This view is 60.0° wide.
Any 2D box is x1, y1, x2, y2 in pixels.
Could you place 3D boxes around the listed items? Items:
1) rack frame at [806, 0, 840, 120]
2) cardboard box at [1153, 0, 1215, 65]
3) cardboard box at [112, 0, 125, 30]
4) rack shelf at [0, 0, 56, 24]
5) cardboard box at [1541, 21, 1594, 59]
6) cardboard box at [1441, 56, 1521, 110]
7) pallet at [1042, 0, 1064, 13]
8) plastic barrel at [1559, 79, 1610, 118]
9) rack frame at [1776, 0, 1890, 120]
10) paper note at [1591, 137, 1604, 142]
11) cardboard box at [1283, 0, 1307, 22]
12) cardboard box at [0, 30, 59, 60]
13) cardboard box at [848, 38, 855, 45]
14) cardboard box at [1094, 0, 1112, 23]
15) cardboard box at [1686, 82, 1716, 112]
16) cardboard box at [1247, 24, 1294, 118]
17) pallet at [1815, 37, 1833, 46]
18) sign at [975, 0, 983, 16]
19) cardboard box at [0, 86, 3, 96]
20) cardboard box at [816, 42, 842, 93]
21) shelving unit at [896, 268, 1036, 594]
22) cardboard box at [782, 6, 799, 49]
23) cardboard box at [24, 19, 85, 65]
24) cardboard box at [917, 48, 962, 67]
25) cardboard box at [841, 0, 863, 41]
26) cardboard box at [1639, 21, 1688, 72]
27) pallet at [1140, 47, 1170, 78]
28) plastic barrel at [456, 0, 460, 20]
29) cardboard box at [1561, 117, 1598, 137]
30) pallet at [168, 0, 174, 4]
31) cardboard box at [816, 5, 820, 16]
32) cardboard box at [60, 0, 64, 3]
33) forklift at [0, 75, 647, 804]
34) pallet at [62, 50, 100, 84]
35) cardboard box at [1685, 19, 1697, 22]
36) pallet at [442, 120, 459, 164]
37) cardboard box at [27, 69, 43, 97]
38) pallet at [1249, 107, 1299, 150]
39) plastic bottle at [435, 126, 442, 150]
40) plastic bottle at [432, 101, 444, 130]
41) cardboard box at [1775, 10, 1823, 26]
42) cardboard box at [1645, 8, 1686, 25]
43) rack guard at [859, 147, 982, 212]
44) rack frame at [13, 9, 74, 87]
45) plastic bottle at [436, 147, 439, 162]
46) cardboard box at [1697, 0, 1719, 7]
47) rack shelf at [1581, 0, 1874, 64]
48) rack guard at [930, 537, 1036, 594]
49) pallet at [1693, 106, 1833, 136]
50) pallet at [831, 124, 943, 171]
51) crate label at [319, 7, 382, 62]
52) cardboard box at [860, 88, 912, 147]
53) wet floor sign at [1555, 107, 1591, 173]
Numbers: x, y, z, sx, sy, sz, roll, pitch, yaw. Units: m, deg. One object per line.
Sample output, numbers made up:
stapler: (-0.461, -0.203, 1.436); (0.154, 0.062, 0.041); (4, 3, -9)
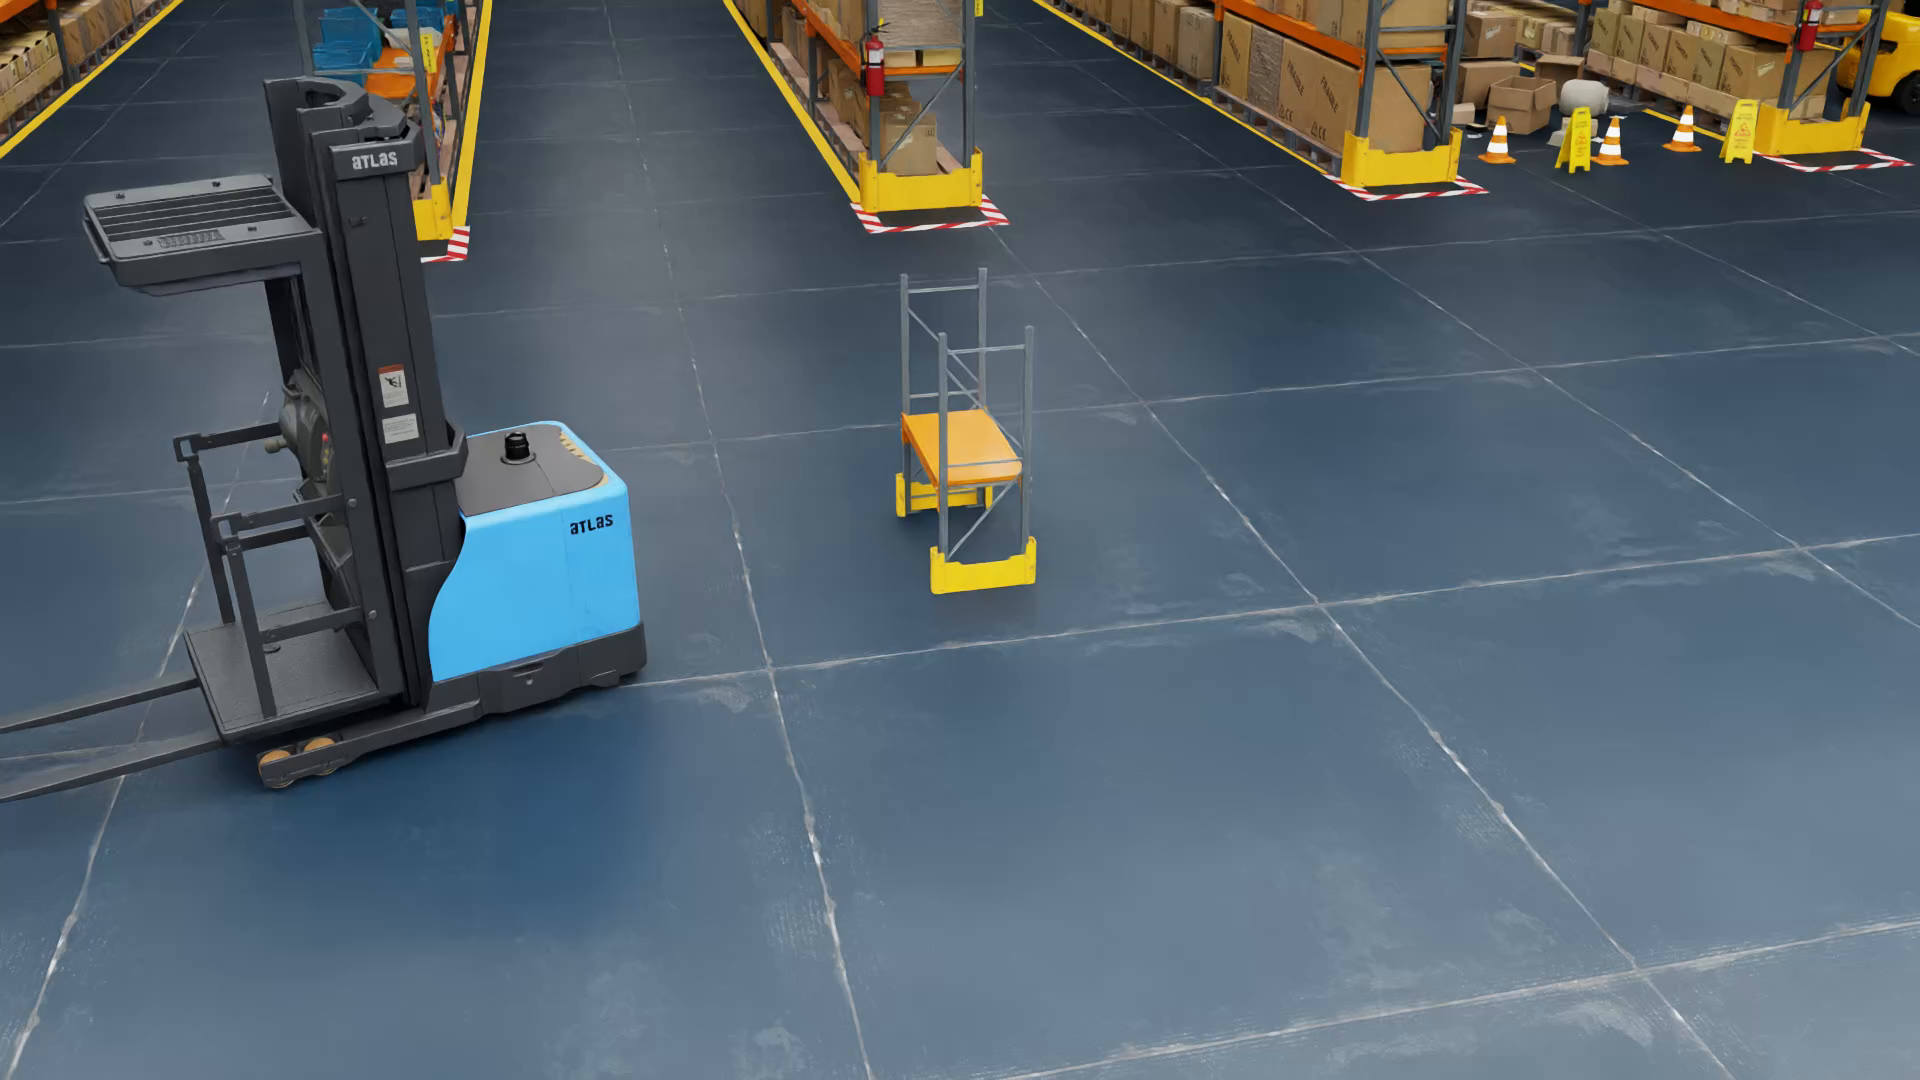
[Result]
rack frame: (-1.265, -6.340, 18.983); (1.000, 3.000, 0.127); (-6, 27, -12)
cardboard box: (3.149, -6.670, 21.667); (1.050, 0.750, 0.750); (-6, 27, -12)
cardboard box: (-12.226, -7.523, 23.612); (0.500, 0.500, 0.500); (-6, 27, -11)
rack shelf: (-11.368, -5.893, 18.895); (1.077, 0.370, 4.000); (-6, 27, -12)
cardboard box: (8.270, -6.591, 21.930); (0.950, 0.372, 0.625); (-6, 27, -11)
cardboard box: (6.211, -5.461, 19.860); (0.797, 0.637, 0.503); (-6, 27, -12)
pallet: (1.964, -8.725, 26.802); (1.003, 0.211, 1.213); (-6, 27, -12)
plastic barrel: (7.351, -5.194, 19.570); (0.512, 0.421, 0.421); (13, 30, 24)
rack frame: (9.292, -5.591, 17.498); (1.000, 3.000, 0.127); (-6, 27, -12)
paper note: (7.139, -4.478, 18.588); (0.148, 0.019, 0.142); (-16, 31, -29)
cardboard box: (4.055, -5.995, 18.133); (0.875, 0.550, 0.500); (-6, 27, -12)
cardboard box: (-11.461, -6.098, 20.465); (0.500, 0.311, 0.500); (-5, 27, -10)
cardboard box: (-0.926, -5.124, 16.851); (0.380, 0.149, 0.250); (-6, 27, -12)
cardboard box: (2.286, -7.890, 24.360); (0.500, 0.500, 0.500); (-6, 27, -12)
cardboard box: (8.738, -5.106, 19.124); (0.500, 0.250, 0.500); (-6, 27, -11)
cardboard box: (3.871, -5.360, 18.933); (0.875, 0.875, 0.875); (-6, 27, -11)
pallet: (12.743, -7.464, 24.303); (1.003, 0.211, 1.213); (-6, 27, -12)
sign: (0.165, -5.026, 15.418); (0.100, 0.325, 0.005); (-6, 27, -12)
cardboard box: (-10.875, -4.973, 18.238); (0.500, 0.311, 0.500); (-6, 27, -12)
cardboard box: (-1.382, -5.693, 19.985); (0.700, 0.500, 0.500); (-8, 28, -16)
shelving unit: (0.017, -0.636, 9.346); (0.587, 1.500, 1.083); (-6, 27, -12)
cardboard box: (-1.996, -6.885, 22.347); (0.700, 0.500, 0.500); (-7, 28, -14)
cardboard box: (-11.643, -6.401, 21.390); (0.500, 0.500, 0.500); (-5, 27, -9)
cardboard box: (-0.195, -4.622, 15.856); (0.380, 0.149, 0.250); (-6, 27, -12)
cardboard box: (-0.690, -5.213, 16.309); (0.875, 0.500, 0.500); (-6, 27, -12)
cardboard box: (8.508, -5.893, 19.851); (0.500, 0.500, 0.500); (-5, 27, -9)
pallet: (3.065, -6.423, 22.240); (1.003, 0.211, 1.213); (-6, 27, -12)
plastic barrel: (-7.628, -8.049, 24.230); (0.600, 0.901, 0.708); (-6, 27, -12)
cardboard box: (7.029, -4.688, 18.873); (0.380, 0.149, 0.250); (8, 28, 15)
pallet: (-13.424, -8.976, 27.299); (1.003, 0.211, 1.213); (-6, 27, -12)
cardboard box: (-1.382, -5.885, 18.360); (0.380, 0.149, 0.250); (-6, 27, -12)
cardboard box: (-12.612, -7.238, 23.048); (0.500, 0.500, 0.500); (-6, 27, -11)
forklift: (-3.102, -0.458, 7.405); (3.031, 2.935, 1.130); (-15, 31, -28)
pallet: (-11.950, -6.179, 21.758); (1.003, 0.211, 1.213); (-6, 27, -12)
cardboard box: (9.018, -5.962, 19.986); (0.500, 0.500, 0.500); (-5, 27, -9)
pallet: (-5.980, -4.294, 18.022); (1.003, 0.211, 1.213); (-6, 27, -12)
cardboard box: (-11.232, -5.399, 19.703); (0.500, 0.250, 0.500); (-5, 27, -10)
pallet: (3.964, -4.676, 18.781); (1.003, 0.211, 1.213); (-6, 27, -12)
plastic bottle: (-5.439, -4.171, 17.224); (0.097, 0.271, 0.097); (0, 27, 0)
plastic bottle: (-5.621, -4.514, 17.815); (0.144, 0.351, 0.185); (-7, 28, -14)
cardboard box: (8.999, -5.621, 17.836); (0.380, 0.149, 0.250); (-5, 27, -10)
cardboard box: (8.411, -6.240, 19.818); (0.380, 0.149, 0.250); (-4, 27, -9)
rack guard: (-0.380, -3.502, 16.133); (1.175, 0.500, 0.348); (-6, 27, -12)
rack frame: (-11.818, -7.092, 20.472); (1.000, 3.000, 0.127); (-6, 27, -12)
plastic bottle: (-5.317, -3.902, 16.768); (0.097, 0.201, 0.097); (0, 27, 0)
cardboard box: (8.643, -6.175, 18.935); (0.380, 0.149, 0.250); (-6, 27, -12)
rack shelf: (8.841, -6.148, 19.399); (1.077, 0.370, 4.000); (-6, 27, -12)
rack guard: (0.129, 0.140, 9.194); (0.587, 0.250, 0.087); (-6, 27, -12)
pallet: (9.126, -4.739, 18.906); (1.003, 0.211, 1.213); (-6, 27, -12)
pallet: (-0.800, -4.268, 17.971); (1.003, 0.211, 1.213); (-6, 27, -12)
crate label: (-5.867, -4.878, 16.046); (0.502, 0.435, 0.616); (-6, 27, -12)
cardboard box: (-0.778, -4.468, 17.580); (0.500, 0.500, 0.500); (-3, 27, -7)
wet floor sign: (6.427, -4.181, 17.318); (0.267, 0.644, 0.232); (-11, 29, -20)
